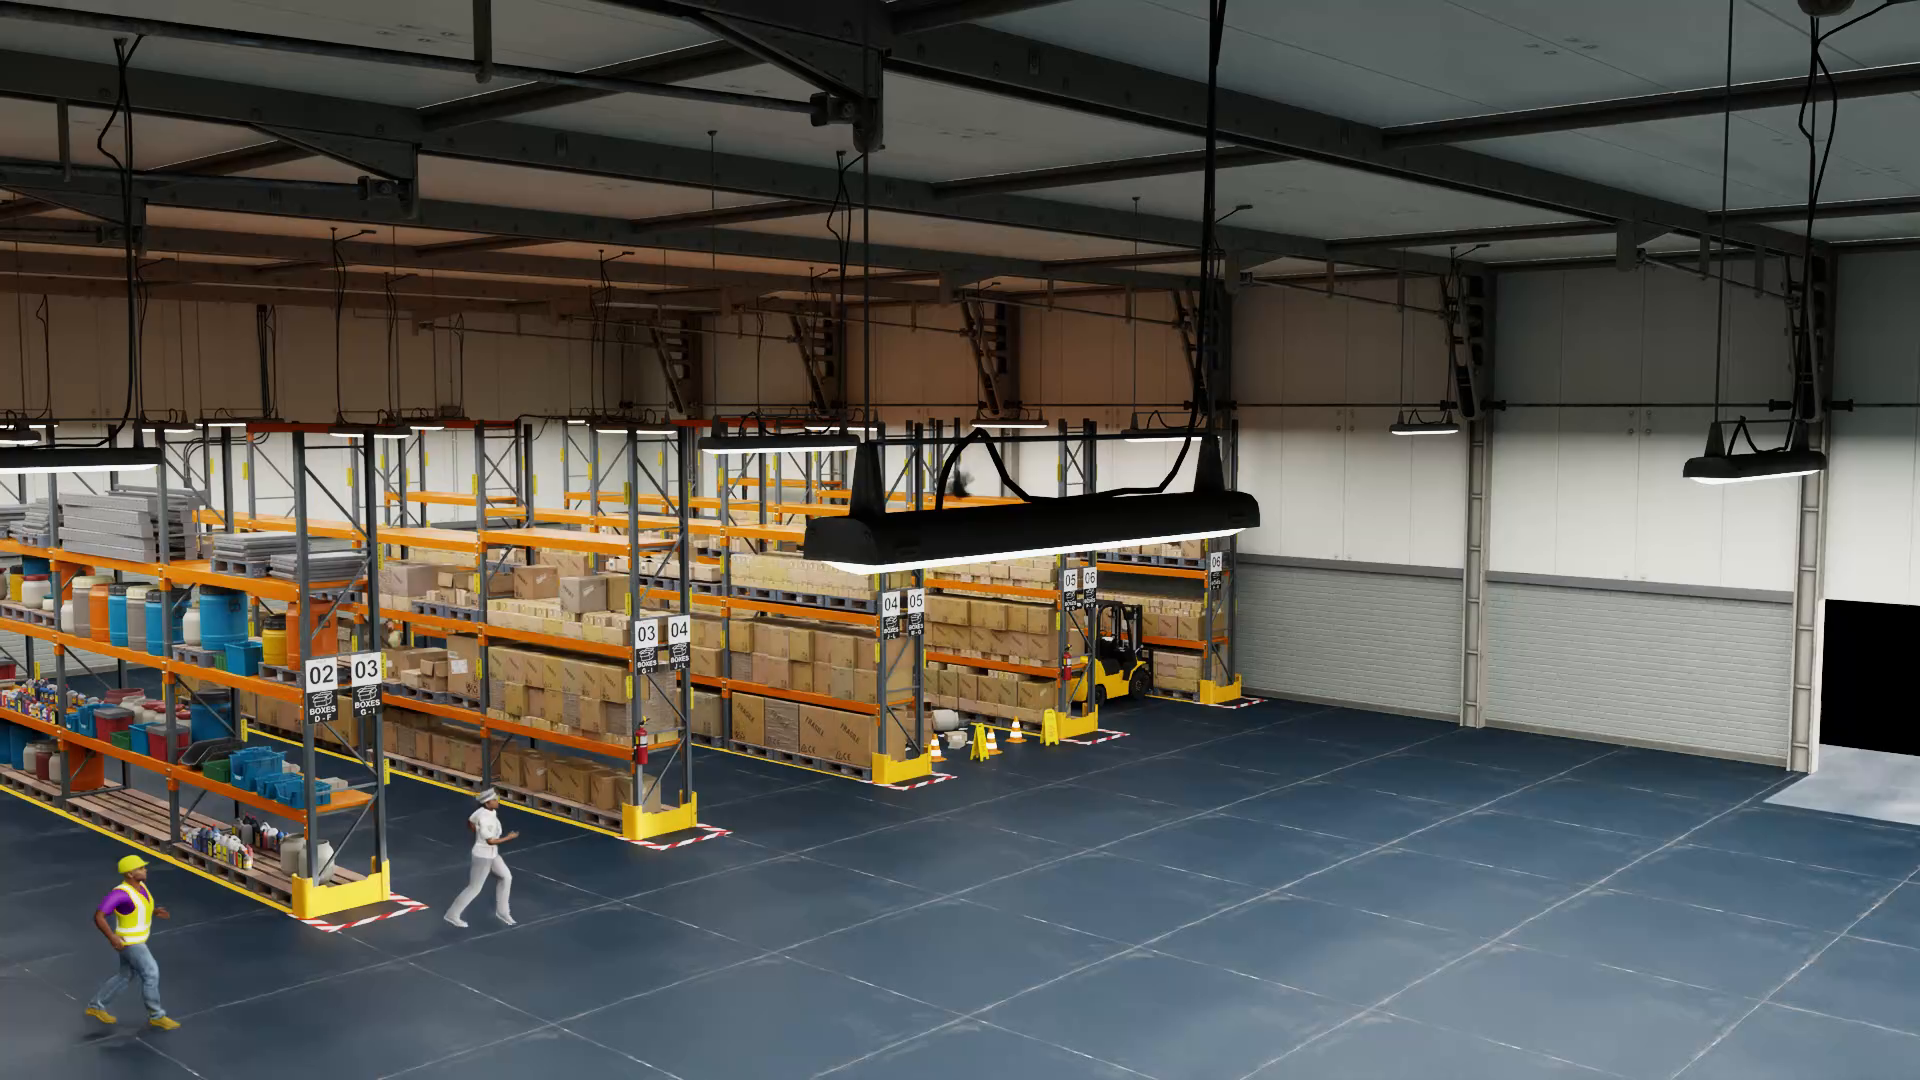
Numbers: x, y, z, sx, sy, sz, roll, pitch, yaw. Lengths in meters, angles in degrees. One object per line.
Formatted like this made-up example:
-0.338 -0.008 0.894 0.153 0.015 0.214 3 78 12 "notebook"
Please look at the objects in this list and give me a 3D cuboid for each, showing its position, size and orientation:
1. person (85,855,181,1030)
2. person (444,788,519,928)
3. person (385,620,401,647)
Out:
-8.390 4.068 16.823 0.899 1.790 0.695 -1 5 -16 "person"
-5.764 3.850 20.083 0.873 1.747 0.585 -1 5 -11 "person"
-12.338 2.566 36.081 0.580 1.684 0.673 -4 6 -40 "person"
